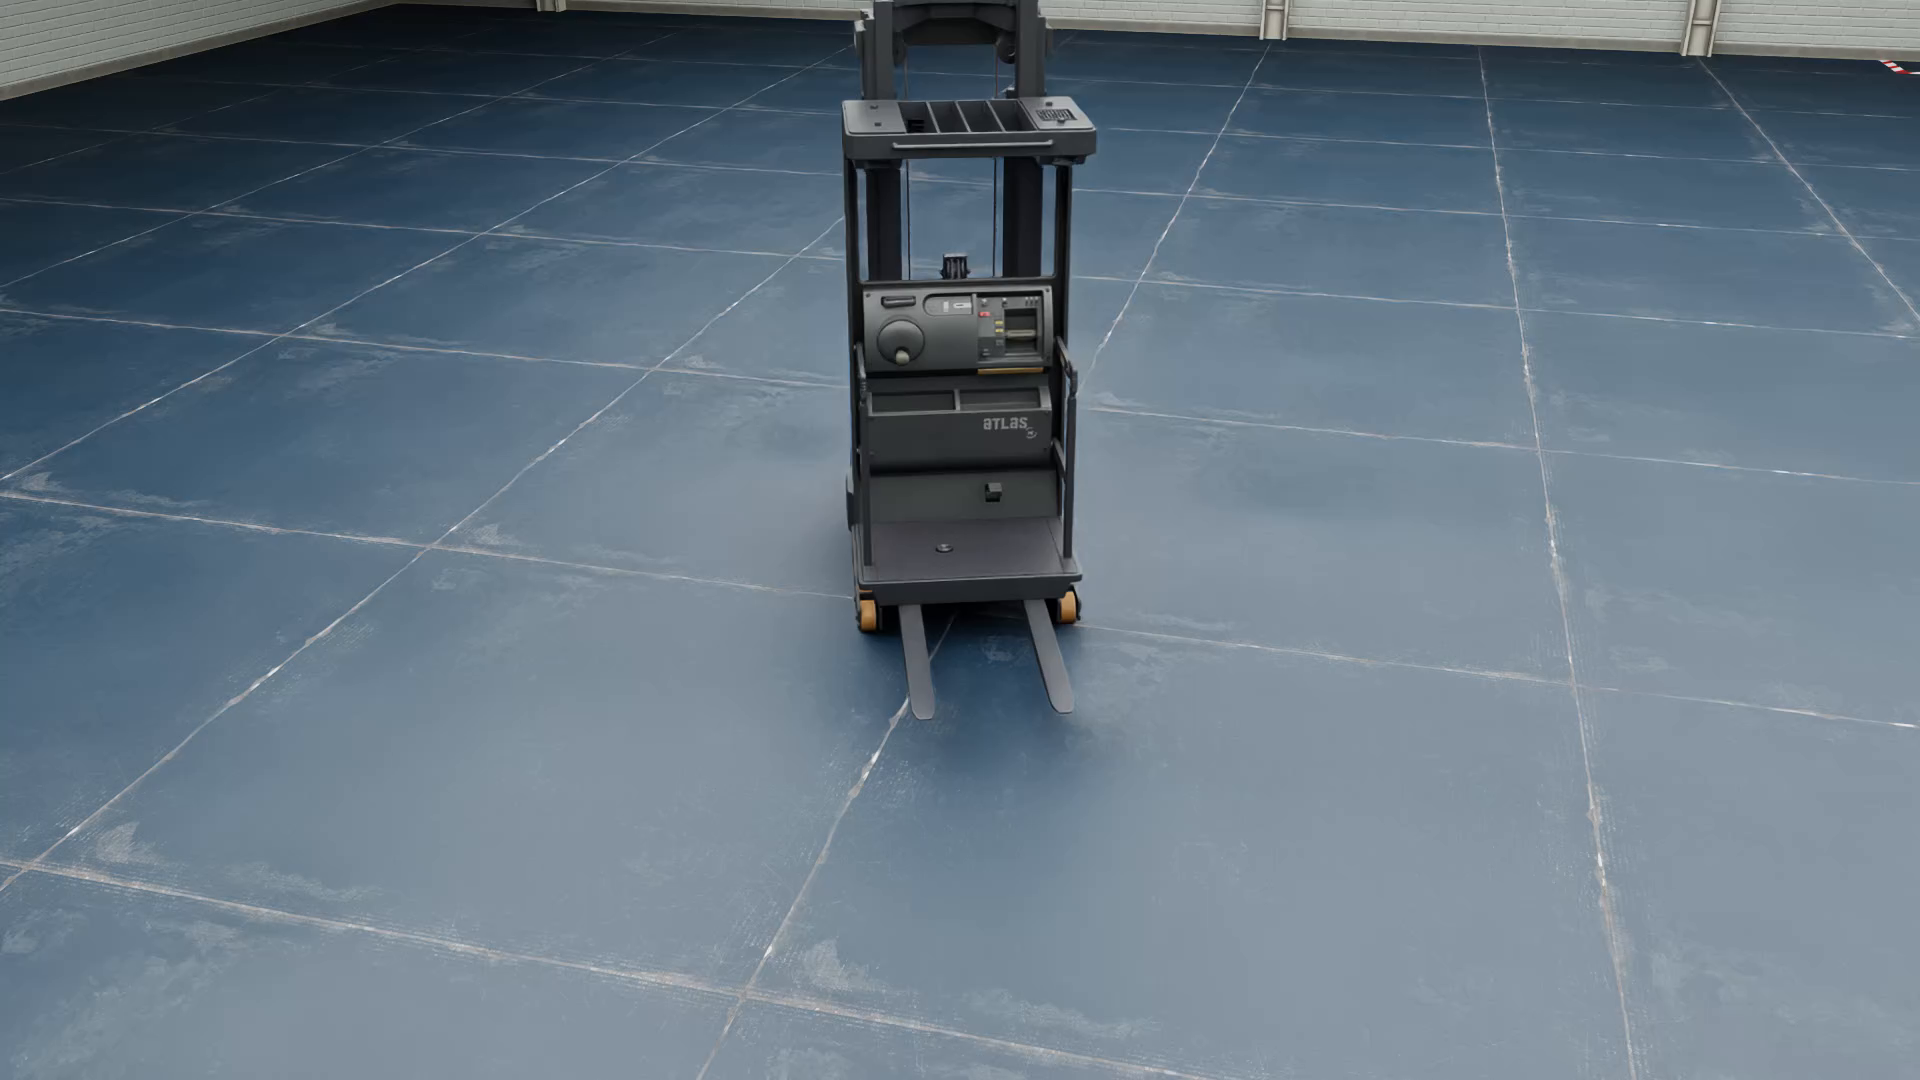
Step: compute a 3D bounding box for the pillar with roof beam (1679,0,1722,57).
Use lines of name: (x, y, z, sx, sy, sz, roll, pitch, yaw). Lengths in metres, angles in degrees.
pillar with roof beam: (9.501, -9.255, 18.220, 0.400, 9.000, 9.100, 6, 26, 13)

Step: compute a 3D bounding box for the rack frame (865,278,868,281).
rack frame: (-0.518, -0.930, 9.807, 0.015, 1.200, 0.240, -6, 26, -13)

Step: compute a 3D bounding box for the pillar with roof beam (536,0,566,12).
pillar with roof beam: (-7.932, -11.182, 22.268, 0.400, 9.000, 9.100, 6, 26, 13)

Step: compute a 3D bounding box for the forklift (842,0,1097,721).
forklift: (0.015, -1.015, 7.972, 1.130, 2.935, 3.031, -2, 26, -5)

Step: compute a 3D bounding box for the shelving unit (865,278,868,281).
shelving unit: (-0.281, -0.955, 9.861, 0.503, 1.200, 0.258, -6, 26, -13)

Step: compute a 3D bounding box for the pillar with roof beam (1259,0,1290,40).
pillar with roof beam: (3.690, -9.897, 19.569, 0.400, 9.000, 9.100, 6, 26, 13)
